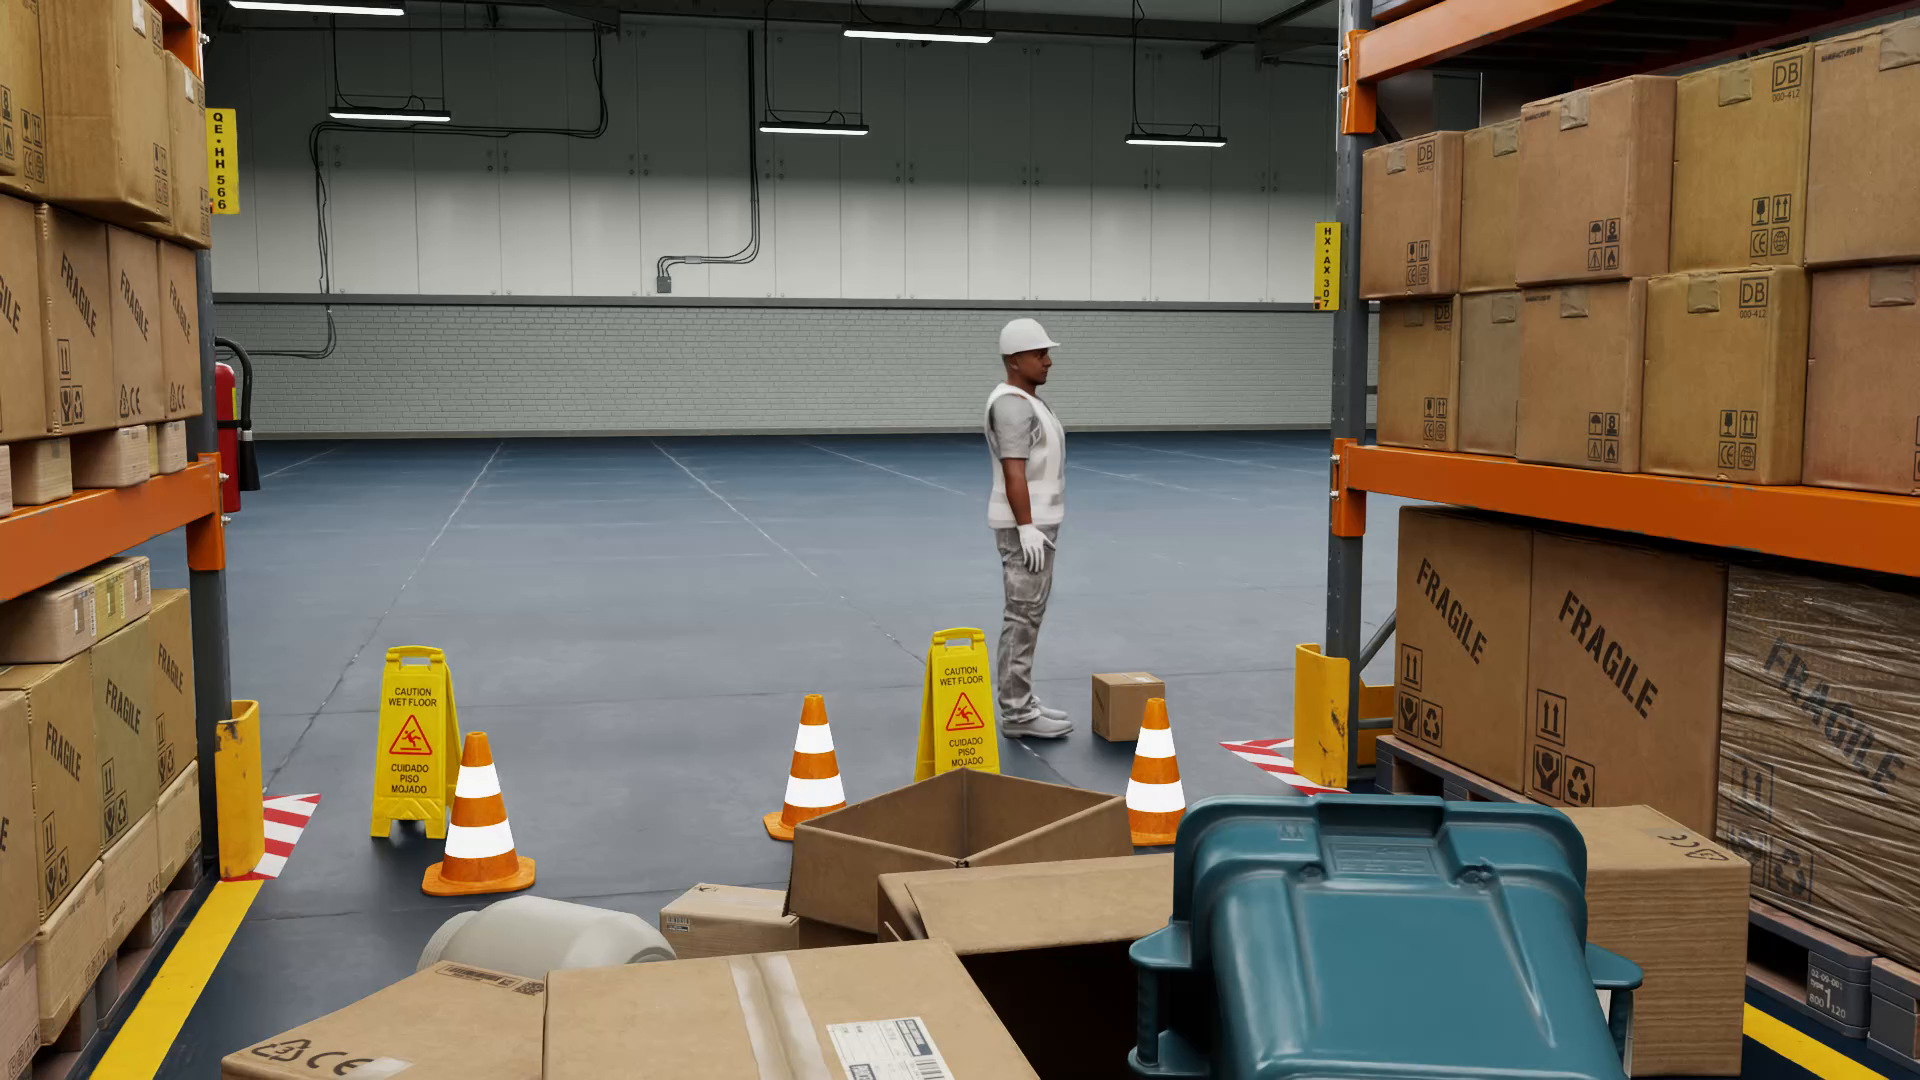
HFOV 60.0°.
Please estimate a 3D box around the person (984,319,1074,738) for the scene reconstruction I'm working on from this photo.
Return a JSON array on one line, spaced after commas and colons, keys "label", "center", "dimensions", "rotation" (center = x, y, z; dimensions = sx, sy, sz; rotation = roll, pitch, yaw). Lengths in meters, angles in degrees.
[{"label": "person", "center": [0.305, -0.048, 7.187], "dimensions": [0.390, 1.799, 0.562], "rotation": [1, 6, 5]}]
